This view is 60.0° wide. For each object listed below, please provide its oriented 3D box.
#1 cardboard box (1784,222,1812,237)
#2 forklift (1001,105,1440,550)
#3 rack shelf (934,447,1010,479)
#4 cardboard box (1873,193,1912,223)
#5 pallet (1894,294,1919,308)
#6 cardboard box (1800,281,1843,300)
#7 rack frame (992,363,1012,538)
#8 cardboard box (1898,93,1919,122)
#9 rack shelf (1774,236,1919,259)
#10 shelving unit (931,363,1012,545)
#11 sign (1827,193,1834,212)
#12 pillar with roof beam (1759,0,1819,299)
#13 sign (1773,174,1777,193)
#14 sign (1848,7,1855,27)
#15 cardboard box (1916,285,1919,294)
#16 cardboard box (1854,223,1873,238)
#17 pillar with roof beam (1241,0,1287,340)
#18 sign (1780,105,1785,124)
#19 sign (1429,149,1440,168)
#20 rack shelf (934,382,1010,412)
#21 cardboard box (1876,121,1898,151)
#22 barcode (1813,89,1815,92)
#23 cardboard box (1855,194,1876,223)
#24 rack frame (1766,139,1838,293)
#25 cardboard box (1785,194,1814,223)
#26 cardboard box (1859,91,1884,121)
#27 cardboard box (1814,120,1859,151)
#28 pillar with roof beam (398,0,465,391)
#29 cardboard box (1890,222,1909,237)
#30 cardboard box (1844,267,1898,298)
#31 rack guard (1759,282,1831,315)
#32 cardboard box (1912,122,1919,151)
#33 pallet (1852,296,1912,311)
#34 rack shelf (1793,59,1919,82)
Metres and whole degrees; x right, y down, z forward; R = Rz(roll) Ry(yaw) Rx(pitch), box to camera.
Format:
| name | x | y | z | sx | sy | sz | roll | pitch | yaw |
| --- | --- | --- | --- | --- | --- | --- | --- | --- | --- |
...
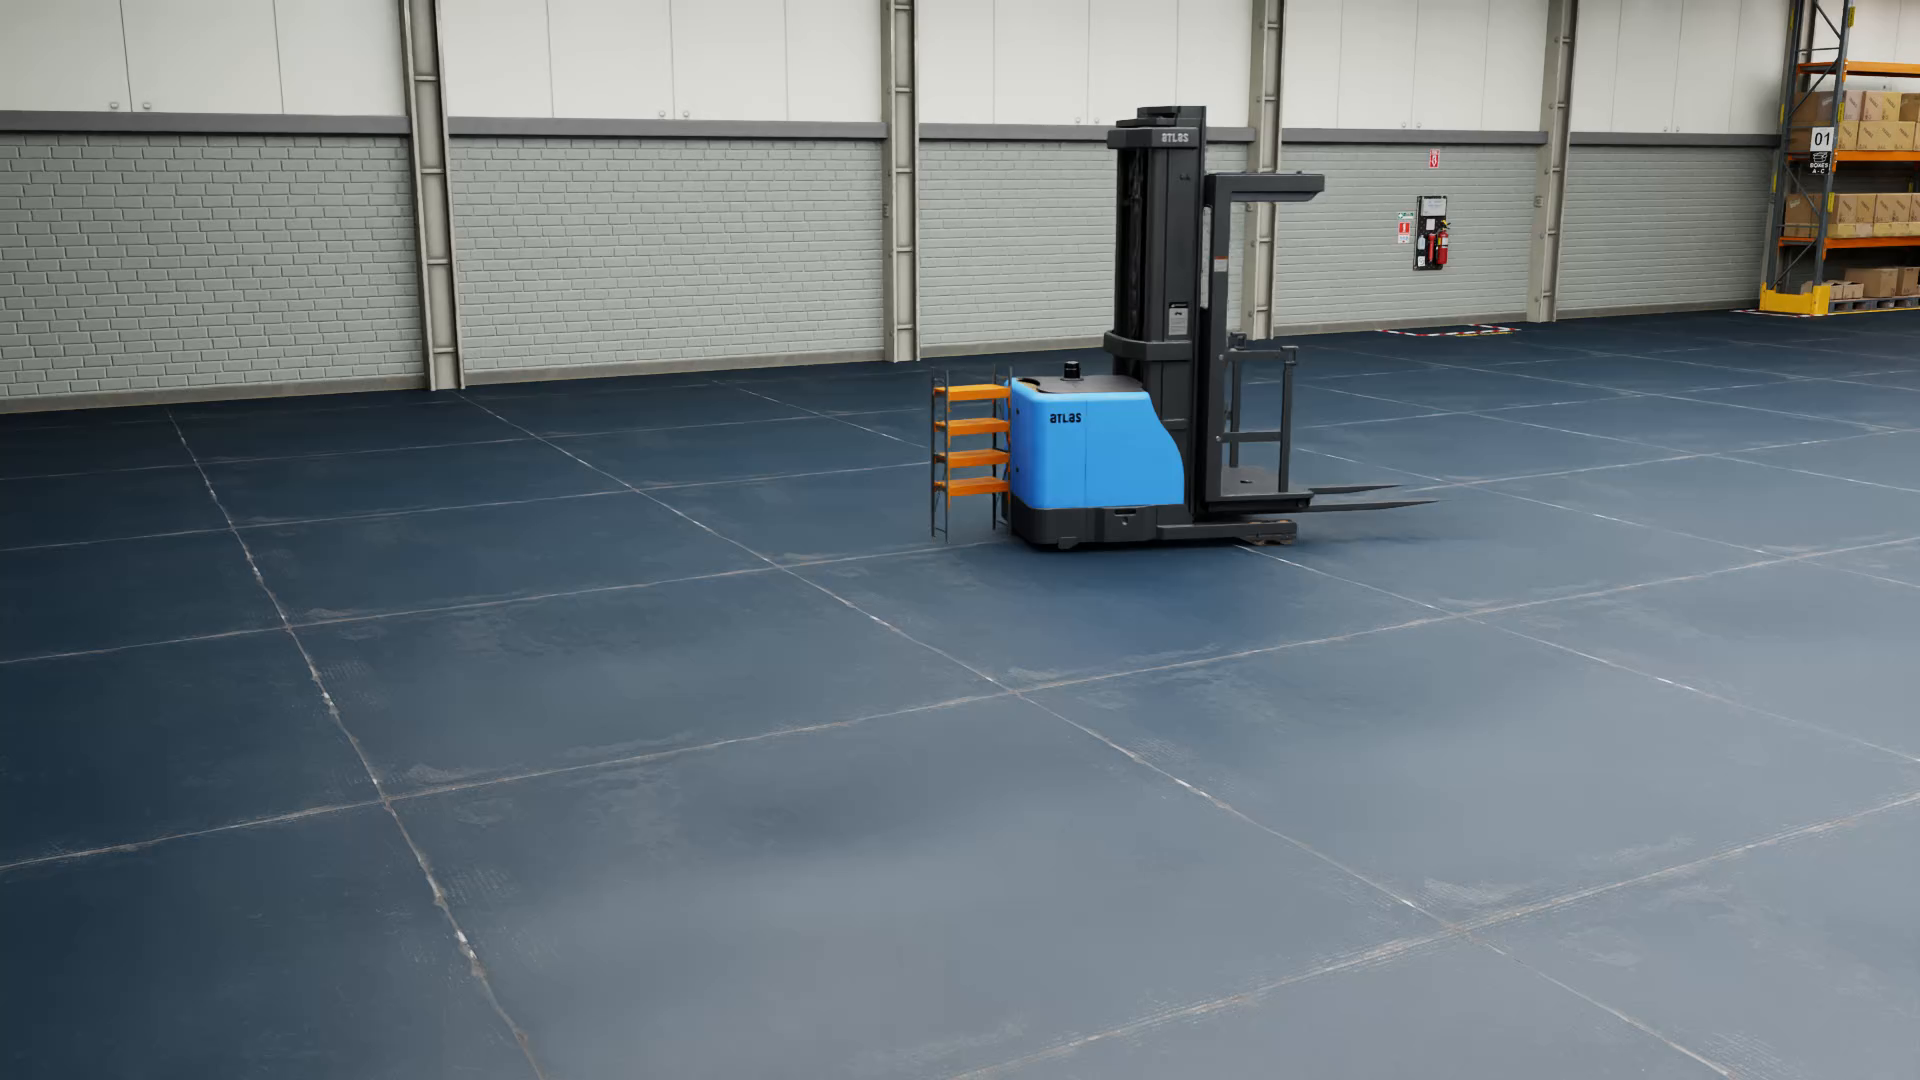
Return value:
| name | x | y | z | sx | sy | sz | roll | pitch | yaw |
| --- | --- | --- | --- | --- | --- | --- | --- | --- | --- |
| cardboard box | 15.137 | -5.555 | 29.757 | 0.500 | 0.250 | 0.500 | -7 | 14 | -27 |
| forklift | 1.868 | -1.503 | 11.612 | 3.031 | 2.935 | 1.130 | -2 | 13 | -10 |
| rack shelf | 0.077 | -0.536 | 11.562 | 0.480 | 0.148 | 0.258 | -6 | 14 | -27 |
| cardboard box | 16.725 | -5.986 | 29.966 | 0.500 | 0.500 | 0.500 | -6 | 14 | -26 |
| pallet | 17.758 | -4.515 | 31.190 | 1.213 | 0.211 | 1.003 | -7 | 14 | -28 |
| cardboard box | 15.470 | -4.490 | 29.851 | 0.500 | 0.311 | 0.500 | -9 | 15 | -34 |
| rack frame | 0.294 | -0.626 | 11.657 | 0.015 | 1.200 | 0.240 | -6 | 14 | -27 |
| cardboard box | 17.091 | -7.741 | 29.791 | 0.500 | 0.500 | 0.500 | -7 | 15 | -30 |
| rack shelf | 16.575 | -5.391 | 30.372 | 4.000 | 0.370 | 1.077 | -7 | 14 | -28 |
| shelving unit | 0.077 | -0.601 | 11.548 | 0.503 | 1.200 | 0.258 | -6 | 14 | -27 |
| sign | 15.080 | -5.850 | 28.799 | 0.005 | 0.325 | 0.100 | -7 | 14 | -28 |
| pillar with roof beam | 17.082 | -7.869 | 26.081 | 0.400 | 9.000 | 9.100 | -7 | 14 | -28 |
| sign | 14.571 | -6.360 | 29.681 | 0.005 | 0.325 | 0.100 | -7 | 14 | -28 |
| sign | 15.079 | -8.848 | 28.124 | 0.005 | 0.325 | 0.100 | -7 | 14 | -28 |
| cardboard box | 17.875 | -4.723 | 31.215 | 0.250 | 0.166 | 0.380 | -9 | 16 | -35 |
| cardboard box | 15.849 | -5.516 | 29.584 | 0.500 | 0.250 | 0.500 | -7 | 15 | -30 |
| pillar with roof beam | 6.549 | -6.607 | 20.472 | 0.400 | 9.000 | 9.100 | -7 | 14 | -28 |
| sign | 14.571 | -7.536 | 29.416 | 0.005 | 0.325 | 0.100 | -7 | 14 | -28 |
| sign | 7.511 | -6.038 | 26.326 | 0.199 | 0.298 | 0.001 | -7 | 14 | -28 |
| rack shelf | 0.077 | -0.985 | 11.461 | 0.480 | 0.148 | 0.258 | -6 | 14 | -27 |
| cardboard box | 16.175 | -7.146 | 29.425 | 0.500 | 0.500 | 0.500 | -6 | 14 | -25 |
| barcode | 15.203 | -7.996 | 29.602 | 0.075 | 0.075 | 0.001 | -7 | 14 | -28 |
| cardboard box | 15.821 | -5.877 | 29.478 | 0.500 | 0.500 | 0.500 | -7 | 14 | -28 |
| rack frame | 14.819 | -5.532 | 29.358 | 0.127 | 3.000 | 1.000 | -7 | 14 | -28 |
| cardboard box | 15.131 | -5.925 | 29.692 | 0.500 | 0.500 | 0.500 | -7 | 14 | -28 |
| cardboard box | 15.738 | -7.578 | 29.069 | 0.500 | 0.500 | 0.500 | -7 | 14 | -29 |
| cardboard box | 15.233 | -7.041 | 28.958 | 0.500 | 0.500 | 0.500 | -6 | 14 | -26 |
| pillar with roof beam | -3.983 | -5.345 | 14.862 | 0.400 | 9.000 | 9.100 | -7 | 14 | -28 |
| cardboard box | 16.744 | -5.621 | 30.051 | 0.500 | 0.250 | 0.500 | -7 | 14 | -27 |
| cardboard box | 16.638 | -4.710 | 30.397 | 0.500 | 0.500 | 0.700 | -8 | 15 | -31 |
| rack guard | 14.886 | -4.320 | 29.668 | 0.348 | 0.500 | 1.175 | -7 | 14 | -28 |
| cardboard box | 17.087 | -7.258 | 29.921 | 0.500 | 0.500 | 0.500 | -7 | 15 | -30 |
| pallet | 16.686 | -4.386 | 30.616 | 1.213 | 0.211 | 1.003 | -7 | 14 | -28 |
| rack shelf | 16.575 | -8.317 | 29.714 | 4.000 | 0.370 | 1.077 | -7 | 14 | -28 |
